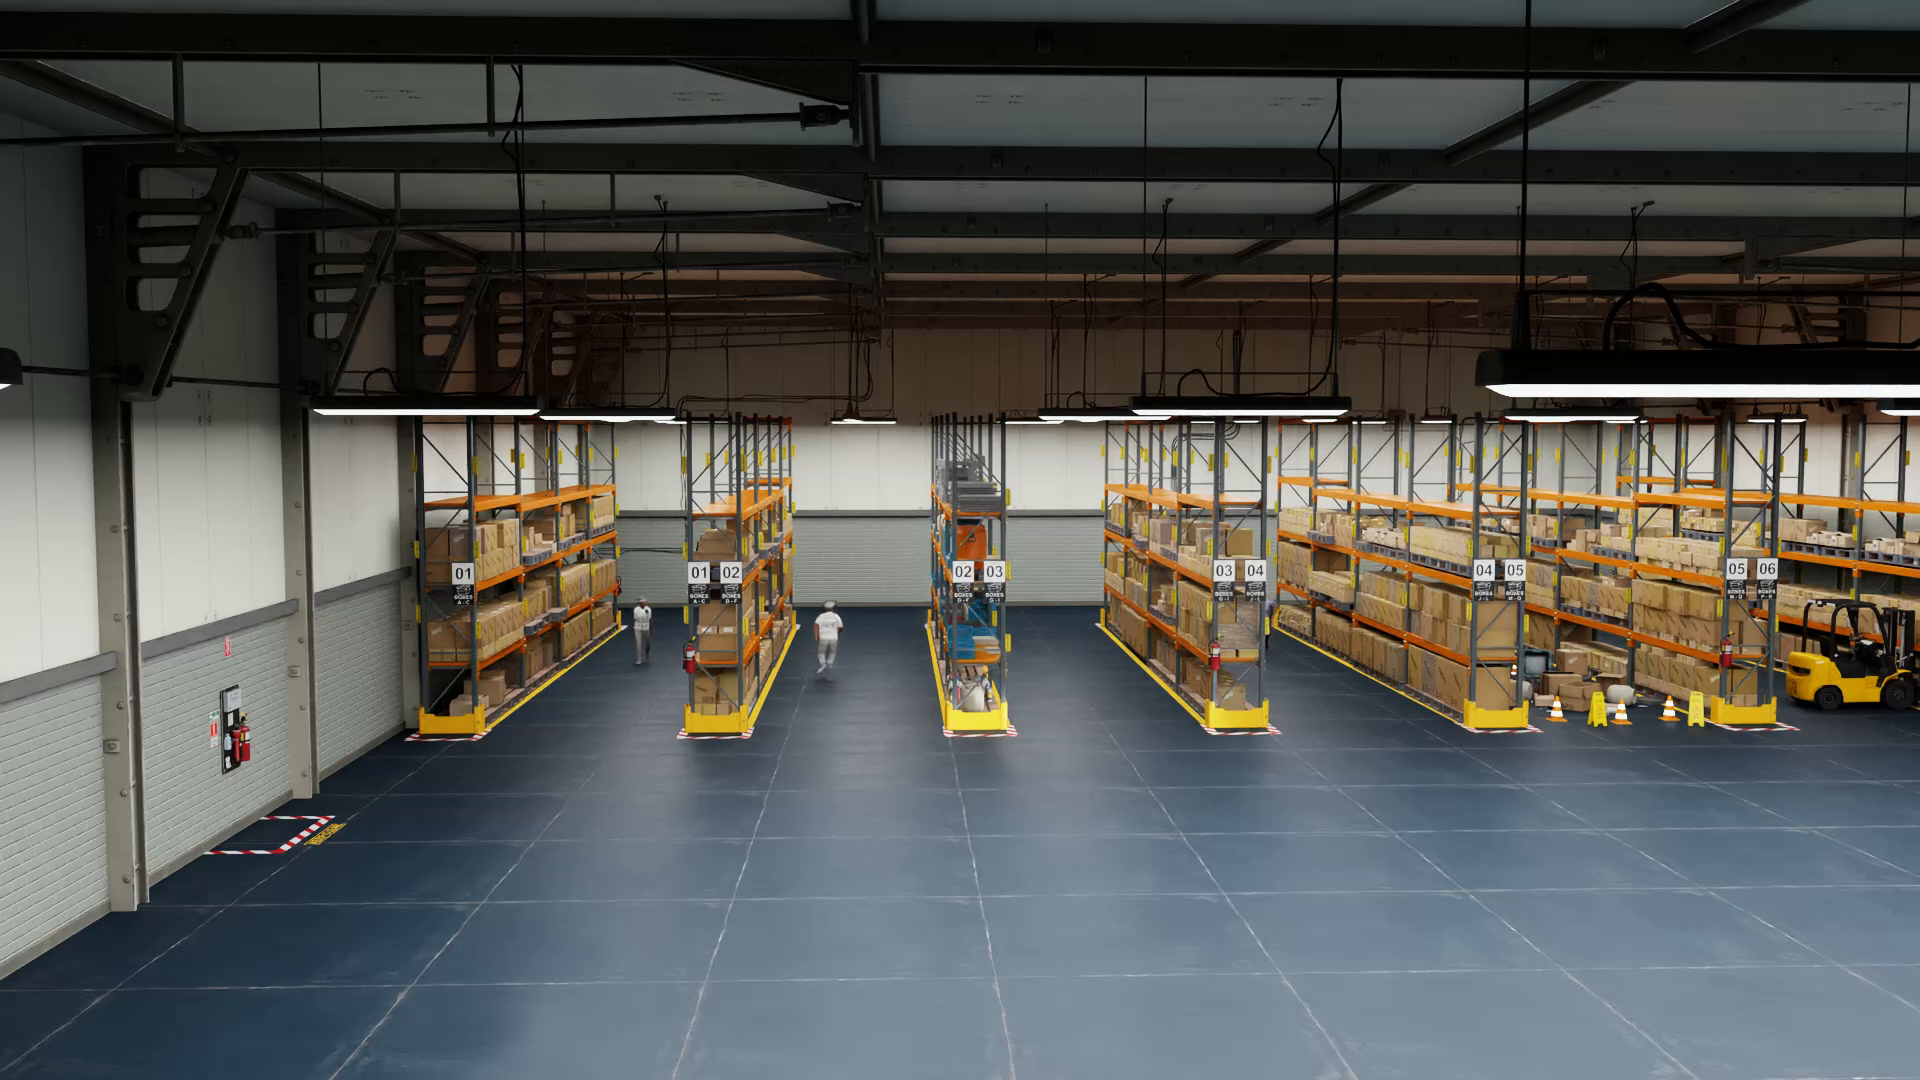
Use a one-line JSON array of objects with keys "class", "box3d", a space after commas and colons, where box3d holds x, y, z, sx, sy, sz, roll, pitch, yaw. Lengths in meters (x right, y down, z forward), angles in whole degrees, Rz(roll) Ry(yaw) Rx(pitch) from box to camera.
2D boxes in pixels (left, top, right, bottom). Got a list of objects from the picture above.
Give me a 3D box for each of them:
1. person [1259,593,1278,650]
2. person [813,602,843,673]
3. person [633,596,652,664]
[{"class": "person", "box3d": [7.761, 2.063, 42.333, 0.665, 1.562, 0.736, 1, 4, 8]}, {"class": "person", "box3d": [-2.989, 2.205, 37.771, 0.669, 1.596, 0.737, 0, 4, -2]}, {"class": "person", "box3d": [-7.685, 2.153, 40.270, 0.455, 1.619, 0.901, -1, 4, -11]}]
